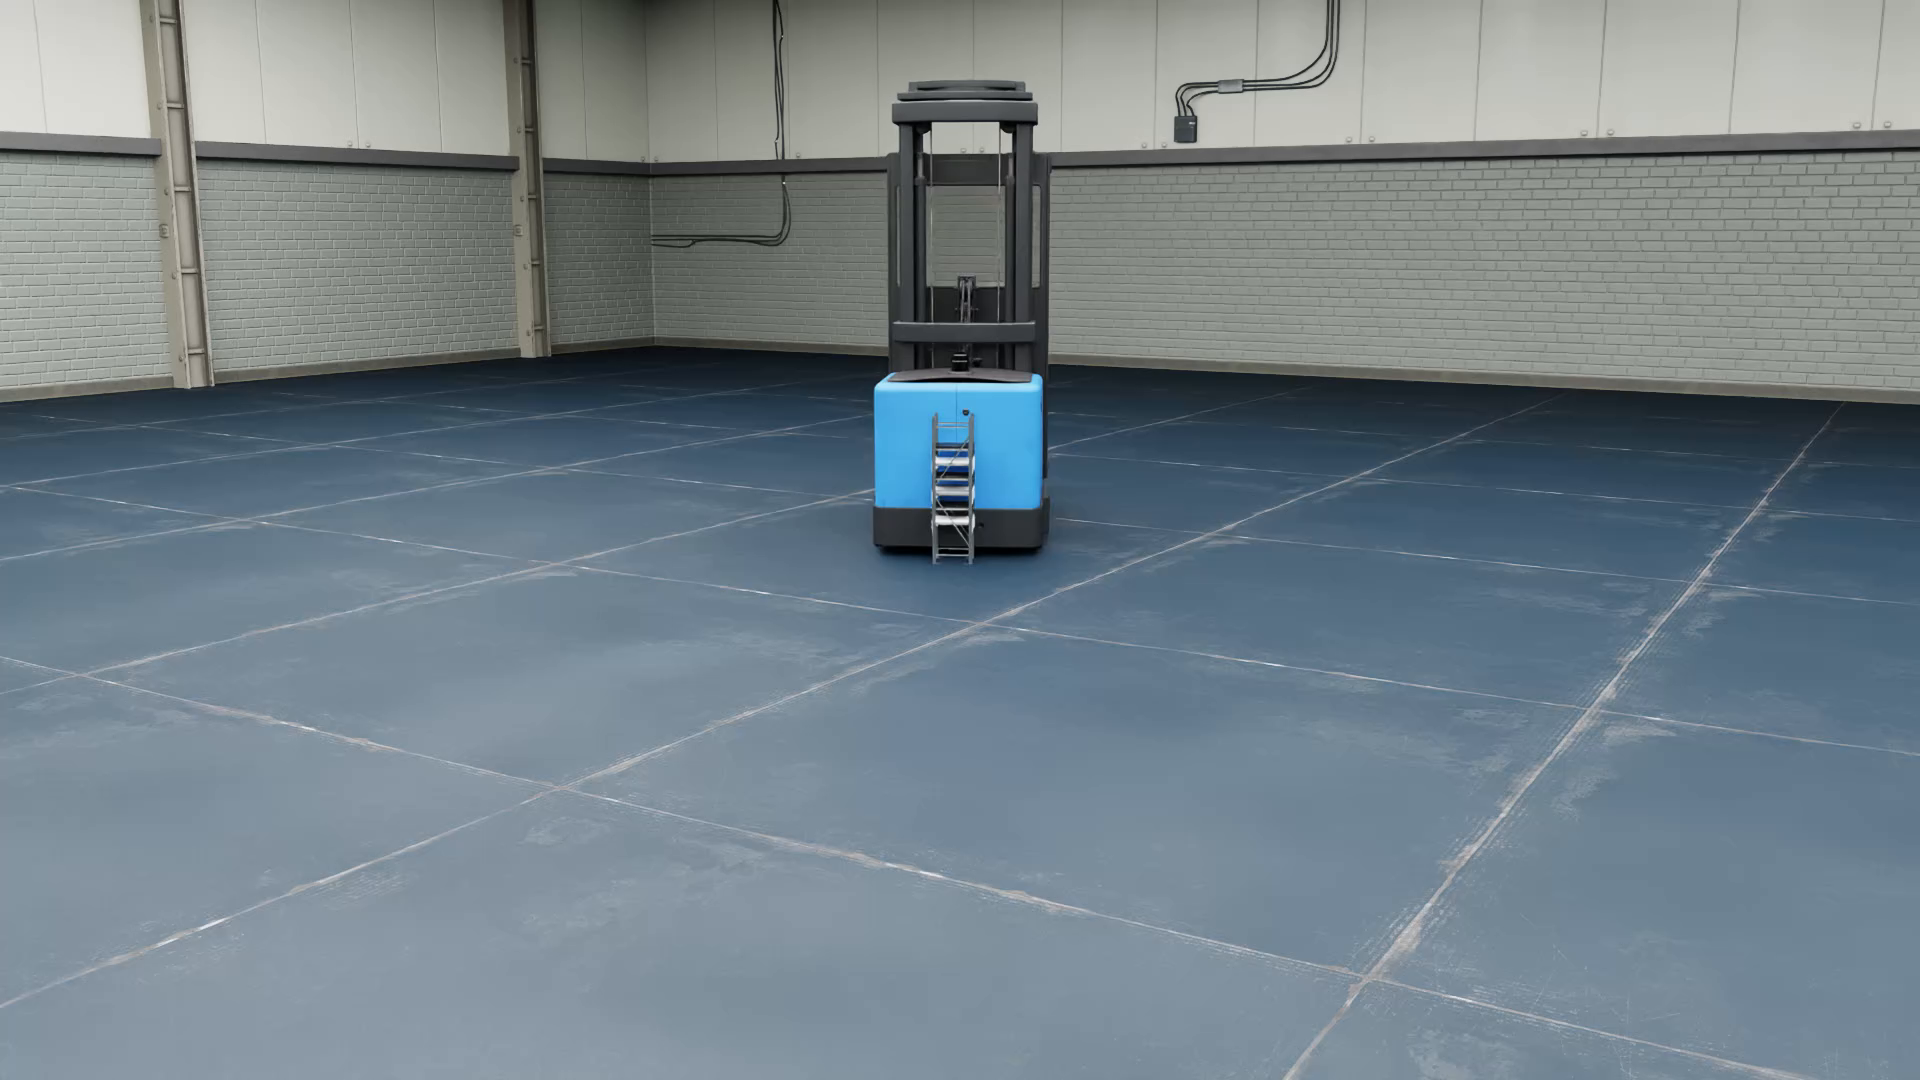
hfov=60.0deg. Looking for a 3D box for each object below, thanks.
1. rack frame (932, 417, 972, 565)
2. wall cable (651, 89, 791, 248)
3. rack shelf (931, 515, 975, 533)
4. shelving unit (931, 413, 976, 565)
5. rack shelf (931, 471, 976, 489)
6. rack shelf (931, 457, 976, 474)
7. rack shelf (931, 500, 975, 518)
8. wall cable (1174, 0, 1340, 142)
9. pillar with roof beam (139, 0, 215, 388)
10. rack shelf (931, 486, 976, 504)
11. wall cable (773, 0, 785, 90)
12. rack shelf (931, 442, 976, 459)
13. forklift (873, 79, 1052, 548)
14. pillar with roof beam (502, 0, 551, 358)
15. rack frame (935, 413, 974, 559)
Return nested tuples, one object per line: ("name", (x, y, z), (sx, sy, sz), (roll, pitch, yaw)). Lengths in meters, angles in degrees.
("rack frame", (-0.047, -0.290, 9.974), (0.240, 0.900, 0.006), (1, 11, 4))
("wall cable", (-4.096, -6.154, 27.724), (3.097, 2.526, 0.112), (6, 12, 31))
("rack shelf", (-0.041, -0.099, 10.113), (0.258, 0.077, 0.200), (1, 11, 4))
("shelving unit", (-0.041, -0.309, 10.073), (0.258, 0.900, 0.210), (1, 11, 4))
("rack shelf", (-0.041, -0.365, 10.063), (0.258, 0.077, 0.200), (1, 11, 4))
("rack shelf", (-0.041, -0.453, 10.046), (0.258, 0.077, 0.200), (1, 11, 4))
("rack shelf", (-0.041, -0.188, 10.096), (0.258, 0.077, 0.200), (1, 11, 4))
("wall cable", (4.009, -8.442, 22.267), (2.305, 6.003, 0.169), (6, 12, 31))
("pillar with roof beam", (-6.192, -5.988, 18.401), (9.100, 9.000, 0.400), (6, 12, 31))
("rack shelf", (-0.041, -0.276, 10.079), (0.258, 0.077, 0.200), (1, 11, 4))
("wall cable", (-1.784, -8.378, 25.879), (3.097, 2.526, 0.112), (6, 12, 31))
("rack shelf", (-0.041, -0.542, 10.030), (0.258, 0.077, 0.200), (1, 11, 4))
("forklift", (0.074, -1.605, 11.478), (1.130, 2.935, 3.031), (1, 11, 4))
("pillar with roof beam", (-3.076, -6.932, 23.441), (9.100, 9.000, 0.400), (6, 12, 31))
("rack frame", (-0.034, -0.328, 10.173), (0.240, 0.900, 0.006), (1, 11, 4))
